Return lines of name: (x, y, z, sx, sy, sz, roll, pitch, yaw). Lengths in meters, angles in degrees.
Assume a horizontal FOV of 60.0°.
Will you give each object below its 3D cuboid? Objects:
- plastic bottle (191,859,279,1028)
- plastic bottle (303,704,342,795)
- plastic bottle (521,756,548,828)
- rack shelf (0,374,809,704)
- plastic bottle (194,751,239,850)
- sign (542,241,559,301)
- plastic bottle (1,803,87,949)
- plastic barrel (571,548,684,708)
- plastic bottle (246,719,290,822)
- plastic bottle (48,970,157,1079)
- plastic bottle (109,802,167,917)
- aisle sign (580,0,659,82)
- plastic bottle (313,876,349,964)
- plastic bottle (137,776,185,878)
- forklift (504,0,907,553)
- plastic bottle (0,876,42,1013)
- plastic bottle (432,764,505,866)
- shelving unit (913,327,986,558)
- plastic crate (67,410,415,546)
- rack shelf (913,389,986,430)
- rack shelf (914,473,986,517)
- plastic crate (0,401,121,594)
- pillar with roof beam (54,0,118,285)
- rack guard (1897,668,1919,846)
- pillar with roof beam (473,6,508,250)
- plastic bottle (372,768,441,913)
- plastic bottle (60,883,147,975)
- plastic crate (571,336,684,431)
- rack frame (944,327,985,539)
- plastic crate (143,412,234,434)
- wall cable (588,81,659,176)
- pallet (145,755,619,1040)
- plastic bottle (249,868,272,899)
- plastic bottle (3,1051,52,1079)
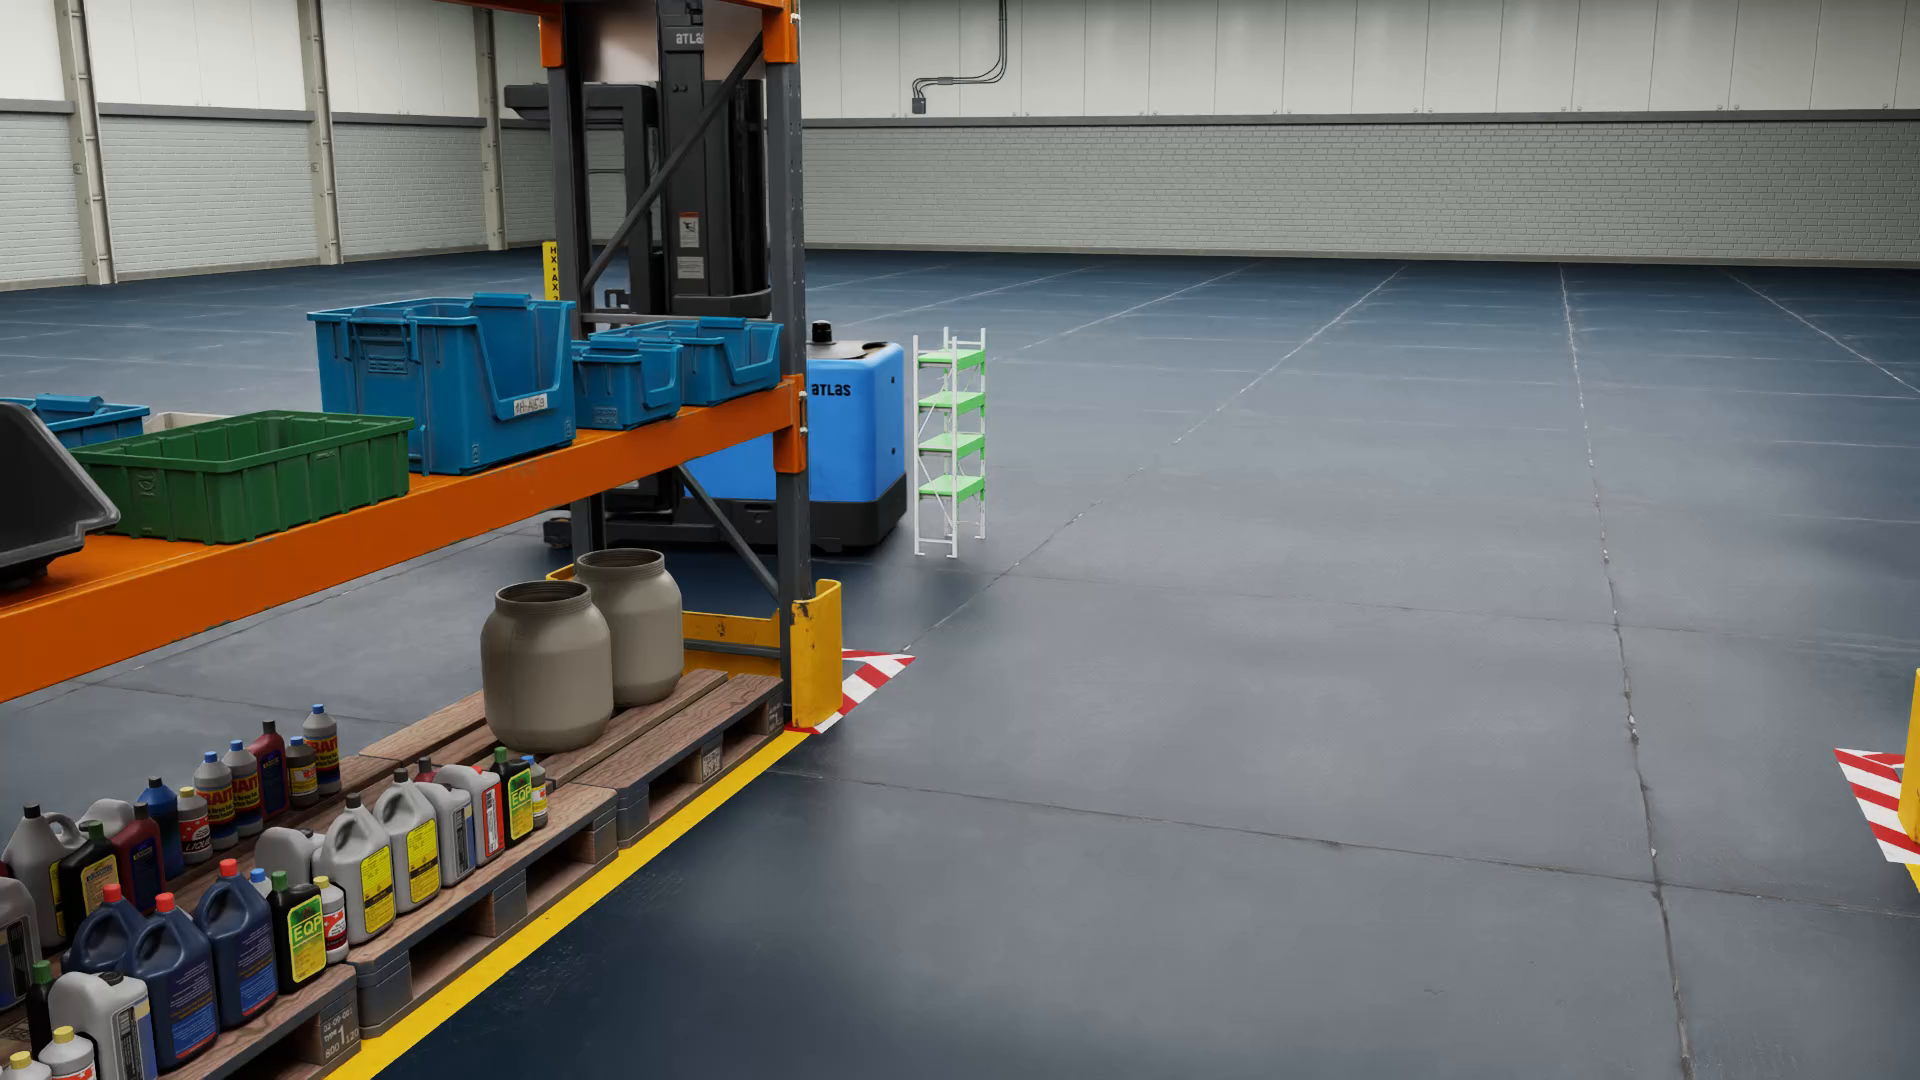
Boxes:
plastic bottle: (-1.656, 0.901, 3.764, 0.144, 0.351, 0.185, 4, 13, 16)
plastic bottle: (-1.958, 0.637, 5.100, 0.097, 0.271, 0.097, 0, 13, 0)
plastic bottle: (-1.256, 0.730, 4.850, 0.097, 0.201, 0.097, 0, 13, 0)
rack shelf: (-1.724, -0.066, 4.655, 1.077, 0.370, 4.000, 4, 14, 18)
plastic bottle: (-2.101, 0.730, 4.692, 0.097, 0.271, 0.097, 0, 13, 0)
sign: (-1.596, -1.014, 6.567, 0.100, 0.325, 0.005, 4, 14, 18)
plastic bottle: (-2.269, 0.816, 4.136, 0.144, 0.351, 0.185, 4, 14, 18)
plastic barrel: (-1.217, 0.314, 6.019, 0.421, 0.512, 0.421, 0, 13, 0)
plastic bottle: (-2.049, 0.677, 4.896, 0.061, 0.283, 0.133, 5, 14, 19)
plastic bottle: (-1.774, 1.012, 3.447, 0.152, 0.276, 0.135, 5, 14, 20)
plastic bottle: (-2.111, 0.823, 4.259, 0.061, 0.283, 0.133, 4, 14, 18)
aisle sign: (-1.331, -2.142, 6.289, 0.394, 0.787, 0.004, 4, 14, 18)
plastic bottle: (-1.542, 0.916, 4.034, 0.097, 0.201, 0.097, 0, 13, 0)
plastic bottle: (-2.167, 0.773, 4.505, 0.097, 0.271, 0.097, 0, 13, 0)
forklift: (-1.879, -1.488, 9.420, 3.031, 2.935, 1.130, 2, 13, 8)
plastic bottle: (-2.225, 0.926, 3.823, 0.152, 0.276, 0.135, 4, 14, 18)
plastic bottle: (-1.363, 0.744, 4.618, 0.152, 0.276, 0.135, 4, 14, 19)
shelving unit: (-0.054, -0.550, 9.202, 0.258, 1.200, 0.503, 4, 14, 18)
plastic crate: (-1.665, -0.158, 3.917, 0.450, 0.188, 0.662, 4, 14, 18)
rack shelf: (-0.054, -0.722, 9.163, 0.258, 0.148, 0.480, 4, 14, 18)
rack shelf: (-0.054, -0.254, 9.269, 0.258, 0.148, 0.480, 4, 14, 18)
plastic crate: (-2.081, -0.067, 3.180, 0.767, 0.338, 0.504, 4, 14, 18)
pillar with roof beam: (-11.019, -8.588, 26.892, 9.100, 9.000, 0.400, 4, 14, 18)
rack guard: (3.617, 0.733, 5.154, 1.175, 0.500, 0.348, 4, 14, 18)
pillar with roof beam: (-7.136, -11.115, 37.962, 9.100, 9.000, 0.400, 4, 14, 18)
plastic bottle: (-1.458, 0.772, 4.327, 0.144, 0.351, 0.185, 5, 14, 21)
plastic bottle: (-1.853, 0.930, 3.635, 0.144, 0.351, 0.185, 4, 14, 18)
plastic crate: (-1.171, -0.503, 5.283, 0.499, 0.251, 0.408, 4, 14, 18)
rack frame: (0.025, -0.601, 9.427, 0.240, 1.200, 0.015, 4, 14, 18)
plastic crate: (-2.085, -0.228, 4.337, 0.530, 0.136, 0.437, 4, 14, 18)
wall cable: (-9.005, -10.436, 41.966, 3.097, 2.526, 0.112, 4, 14, 18)
pallet: (-1.721, 0.967, 4.776, 1.003, 0.211, 1.213, 4, 14, 18)
plastic bottle: (-1.644, 0.906, 3.920, 0.097, 0.271, 0.097, 0, 13, 0)
plastic bottle: (-1.820, 1.097, 3.242, 0.097, 0.201, 0.097, 0, 13, 0)
